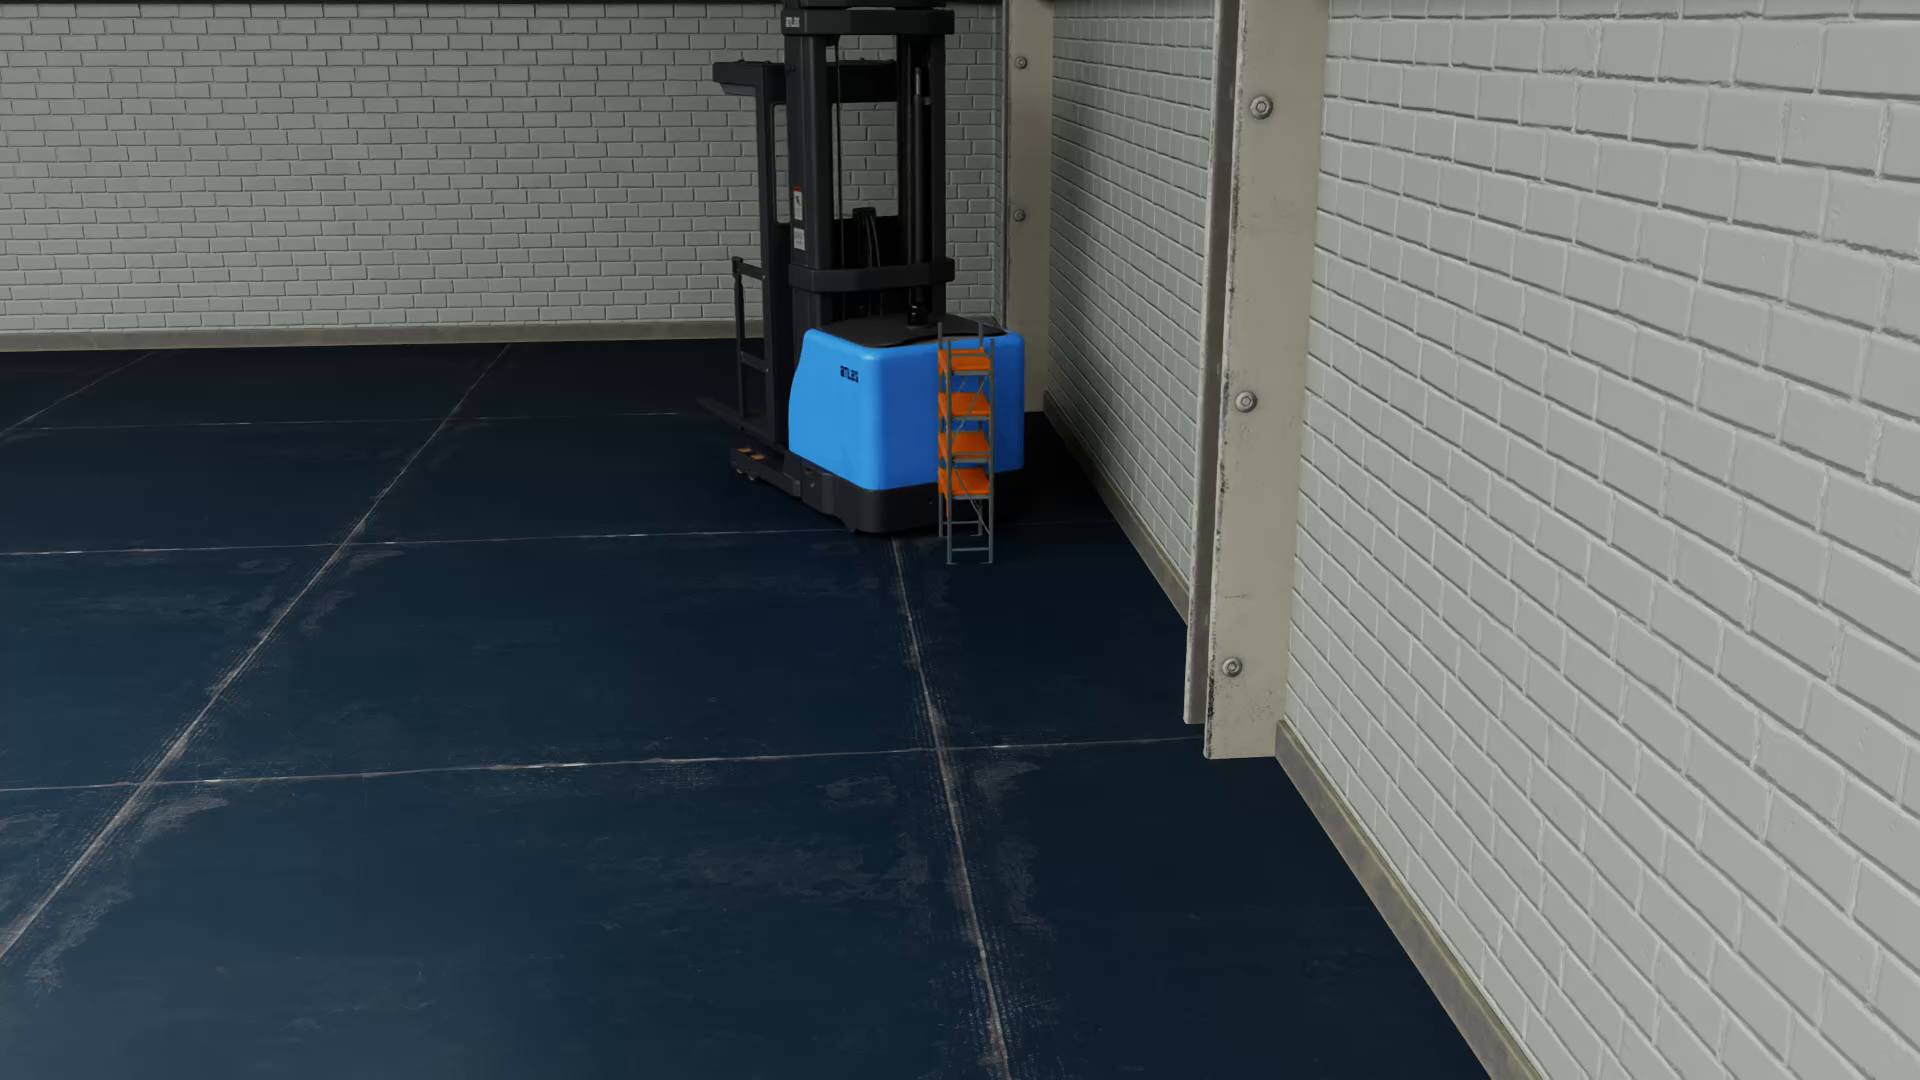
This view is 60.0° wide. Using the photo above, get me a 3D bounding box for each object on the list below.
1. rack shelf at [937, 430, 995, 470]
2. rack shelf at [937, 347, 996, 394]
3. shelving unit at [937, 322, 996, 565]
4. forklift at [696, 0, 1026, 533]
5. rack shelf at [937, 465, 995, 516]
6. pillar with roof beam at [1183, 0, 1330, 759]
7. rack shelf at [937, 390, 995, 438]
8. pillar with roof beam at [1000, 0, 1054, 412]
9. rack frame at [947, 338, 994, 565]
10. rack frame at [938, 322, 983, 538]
[{"bbox_3d":[0.029,-0.453,8.841,0.258,0.148,0.480,-2,18,-6],"label":"rack shelf"},{"bbox_3d":[0.029,-0.892,8.703,0.258,0.148,0.480,-2,18,-6],"label":"rack shelf"},{"bbox_3d":[0.029,-0.517,8.821,0.258,1.200,0.503,-2,18,-6],"label":"shelving unit"},{"bbox_3d":[-0.792,-1.825,10.098,1.130,2.935,3.031,-10,20,-28],"label":"forklift"},{"bbox_3d":[0.029,-0.263,8.901,0.258,0.148,0.480,-2,18,-6],"label":"rack shelf"},{"bbox_3d":[-3.190,-3.373,4.896,9.100,9.000,0.400,-2,18,-6],"label":"pillar with roof beam"},{"bbox_3d":[0.029,-0.666,8.774,0.258,0.148,0.480,-2,18,-6],"label":"rack shelf"},{"bbox_3d":[-3.809,-5.160,10.590,9.100,9.000,0.400,-2,18,-6],"label":"pillar with roof beam"},{"bbox_3d":[0.054,-0.444,8.589,0.240,1.200,0.015,-2,18,-6],"label":"rack frame"},{"bbox_3d":[0.003,-0.590,9.053,0.240,1.200,0.015,-2,18,-6],"label":"rack frame"}]
